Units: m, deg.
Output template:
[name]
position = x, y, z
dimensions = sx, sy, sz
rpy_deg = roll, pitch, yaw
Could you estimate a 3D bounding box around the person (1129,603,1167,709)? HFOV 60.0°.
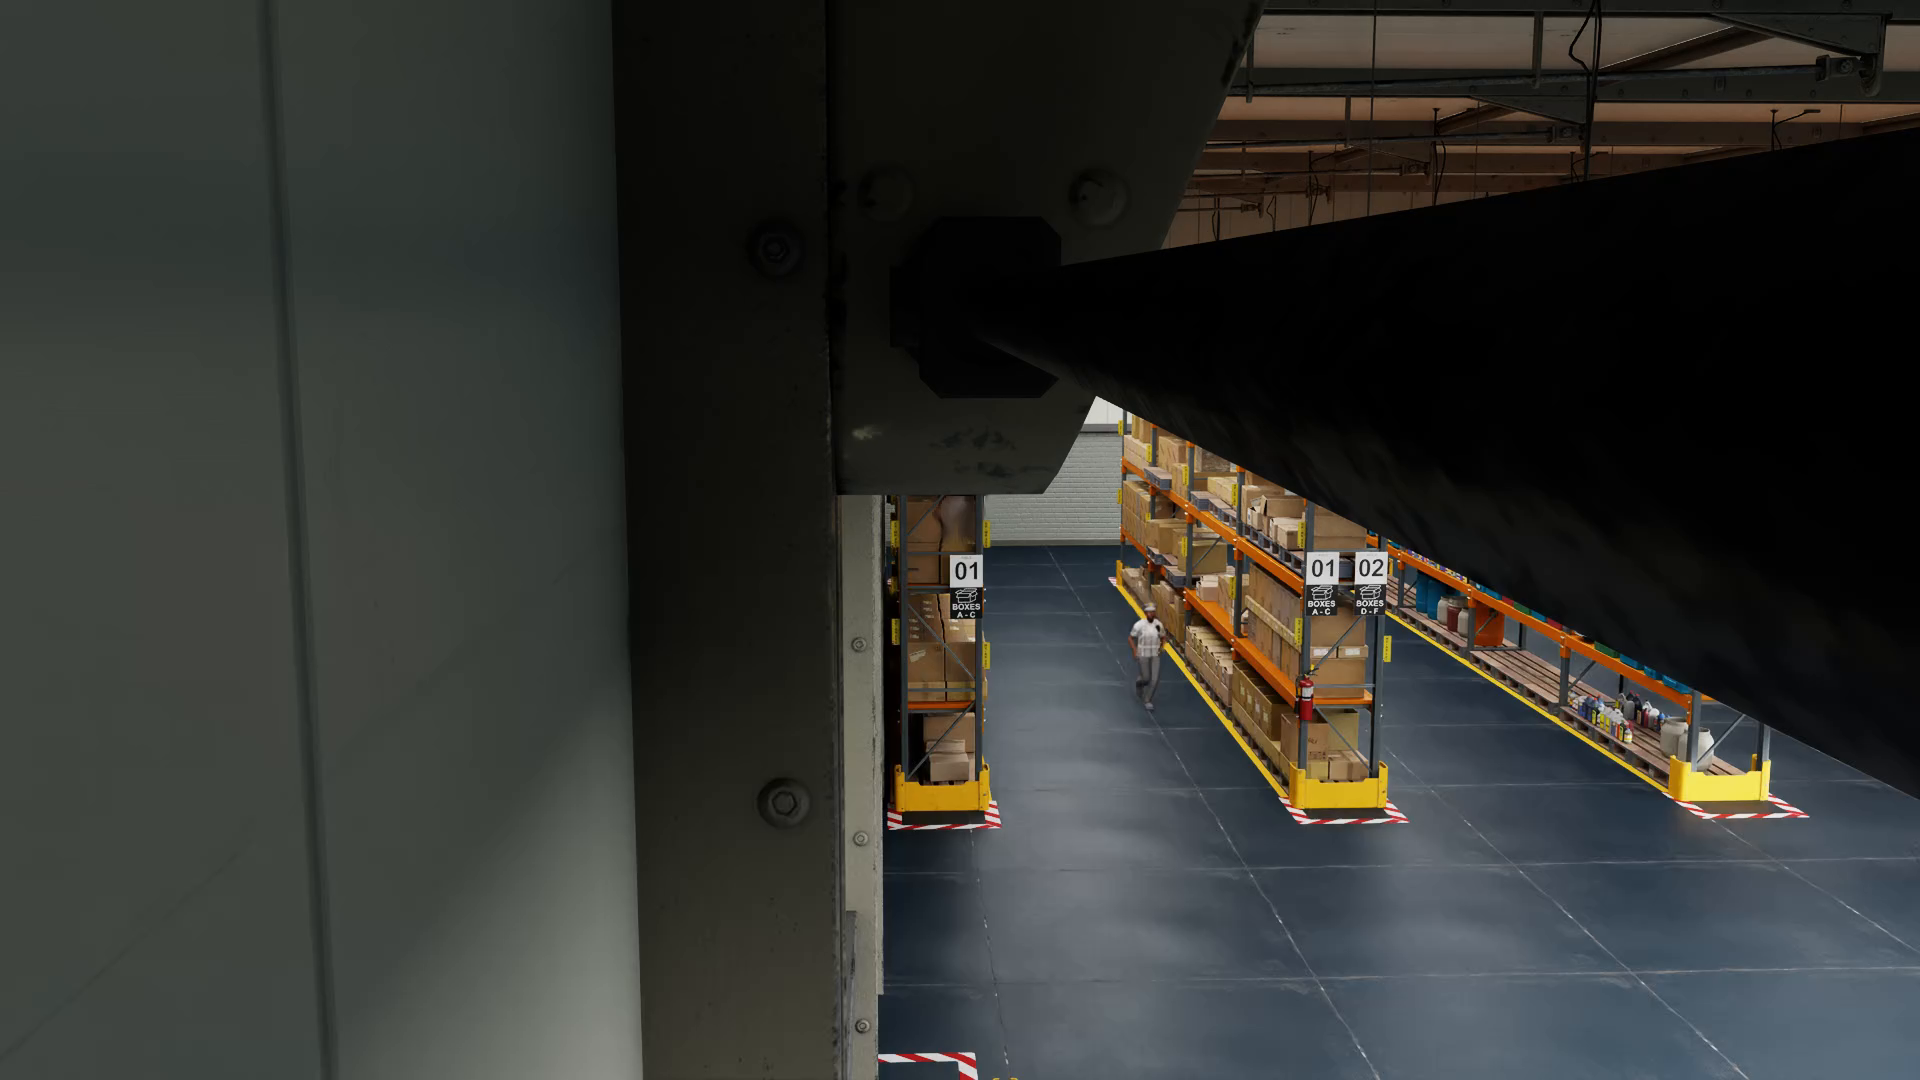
[person]
position = 2.900, 1.770, 25.513
dimensions = 0.575, 1.657, 0.559
rpy_deg = -1, 9, -9
